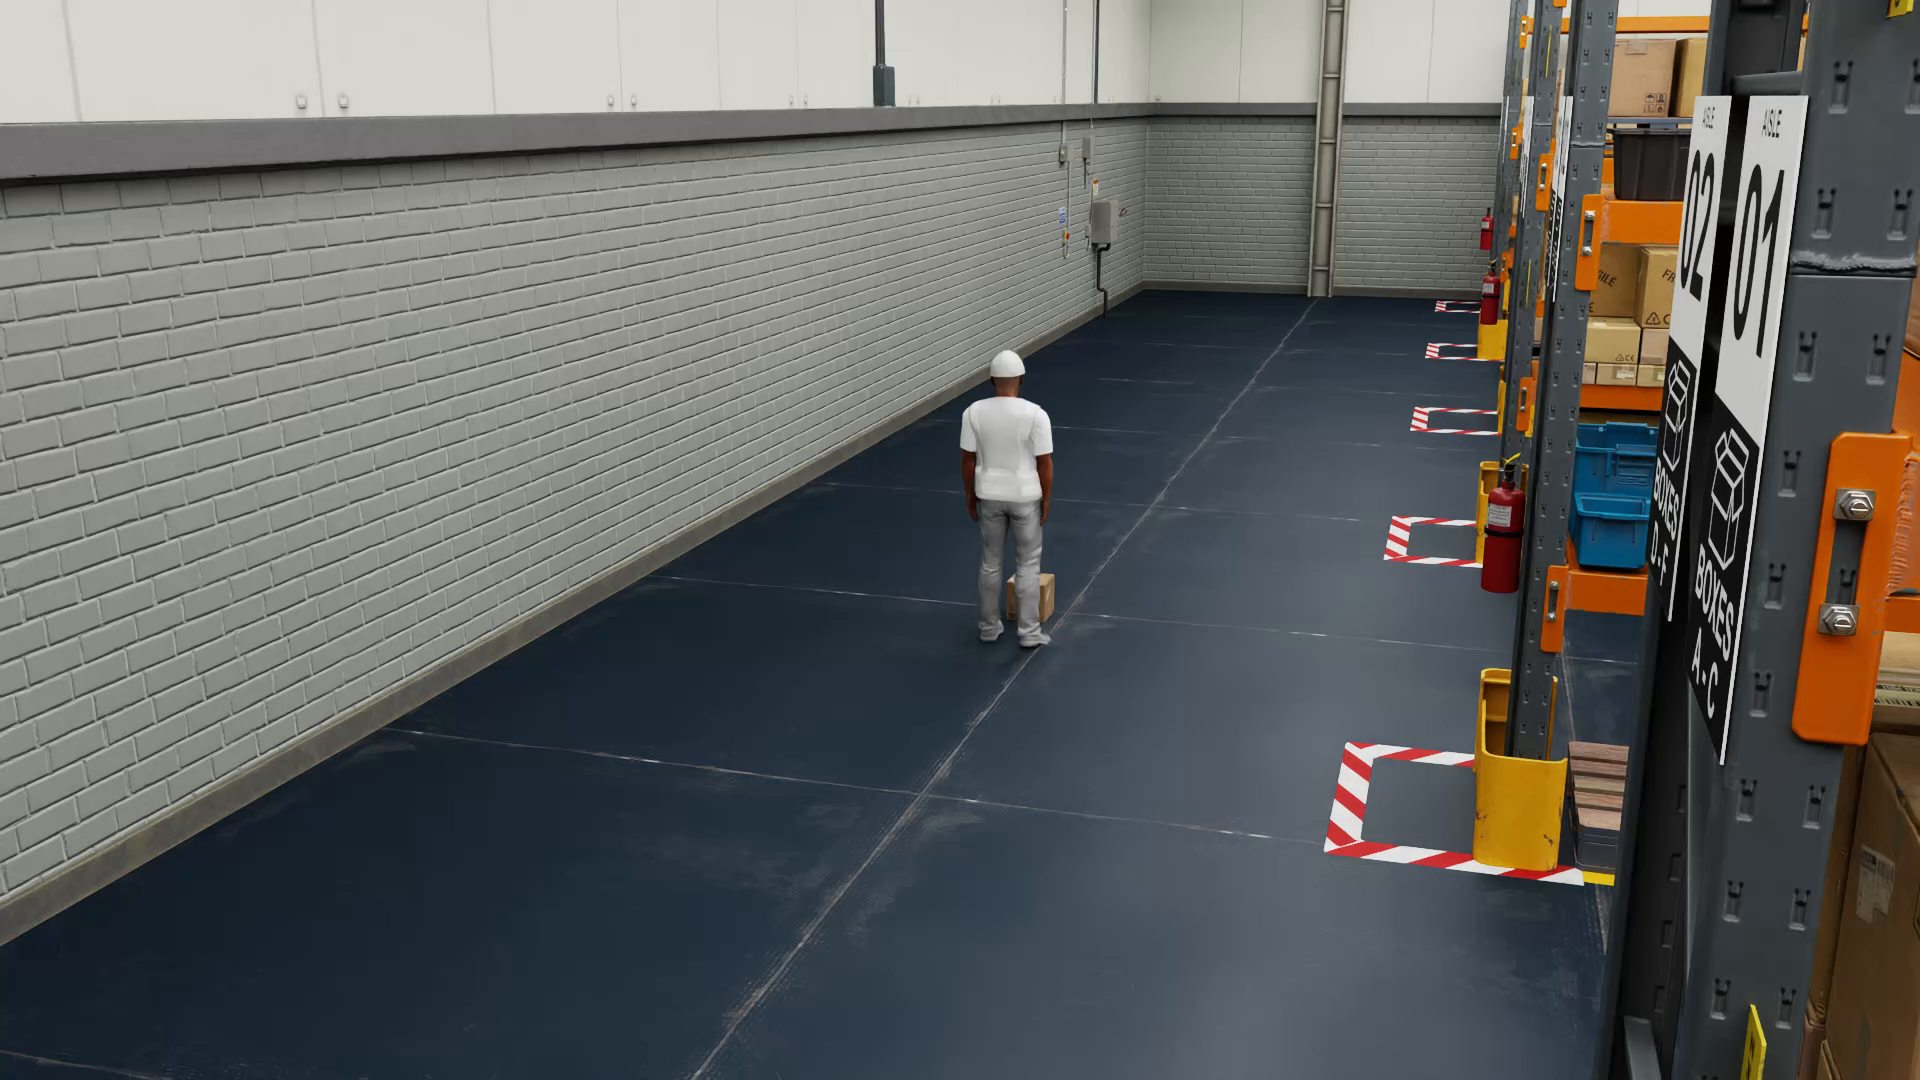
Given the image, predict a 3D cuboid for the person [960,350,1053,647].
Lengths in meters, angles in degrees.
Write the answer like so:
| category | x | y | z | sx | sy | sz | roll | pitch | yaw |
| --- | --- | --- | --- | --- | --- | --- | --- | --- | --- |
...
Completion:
| category | x | y | z | sx | sy | sz | roll | pitch | yaw |
| --- | --- | --- | --- | --- | --- | --- | --- | --- | --- |
| person | 0.286 | -0.238 | 9.926 | 0.566 | 1.796 | 0.368 | 5 | 16 | 17 |
